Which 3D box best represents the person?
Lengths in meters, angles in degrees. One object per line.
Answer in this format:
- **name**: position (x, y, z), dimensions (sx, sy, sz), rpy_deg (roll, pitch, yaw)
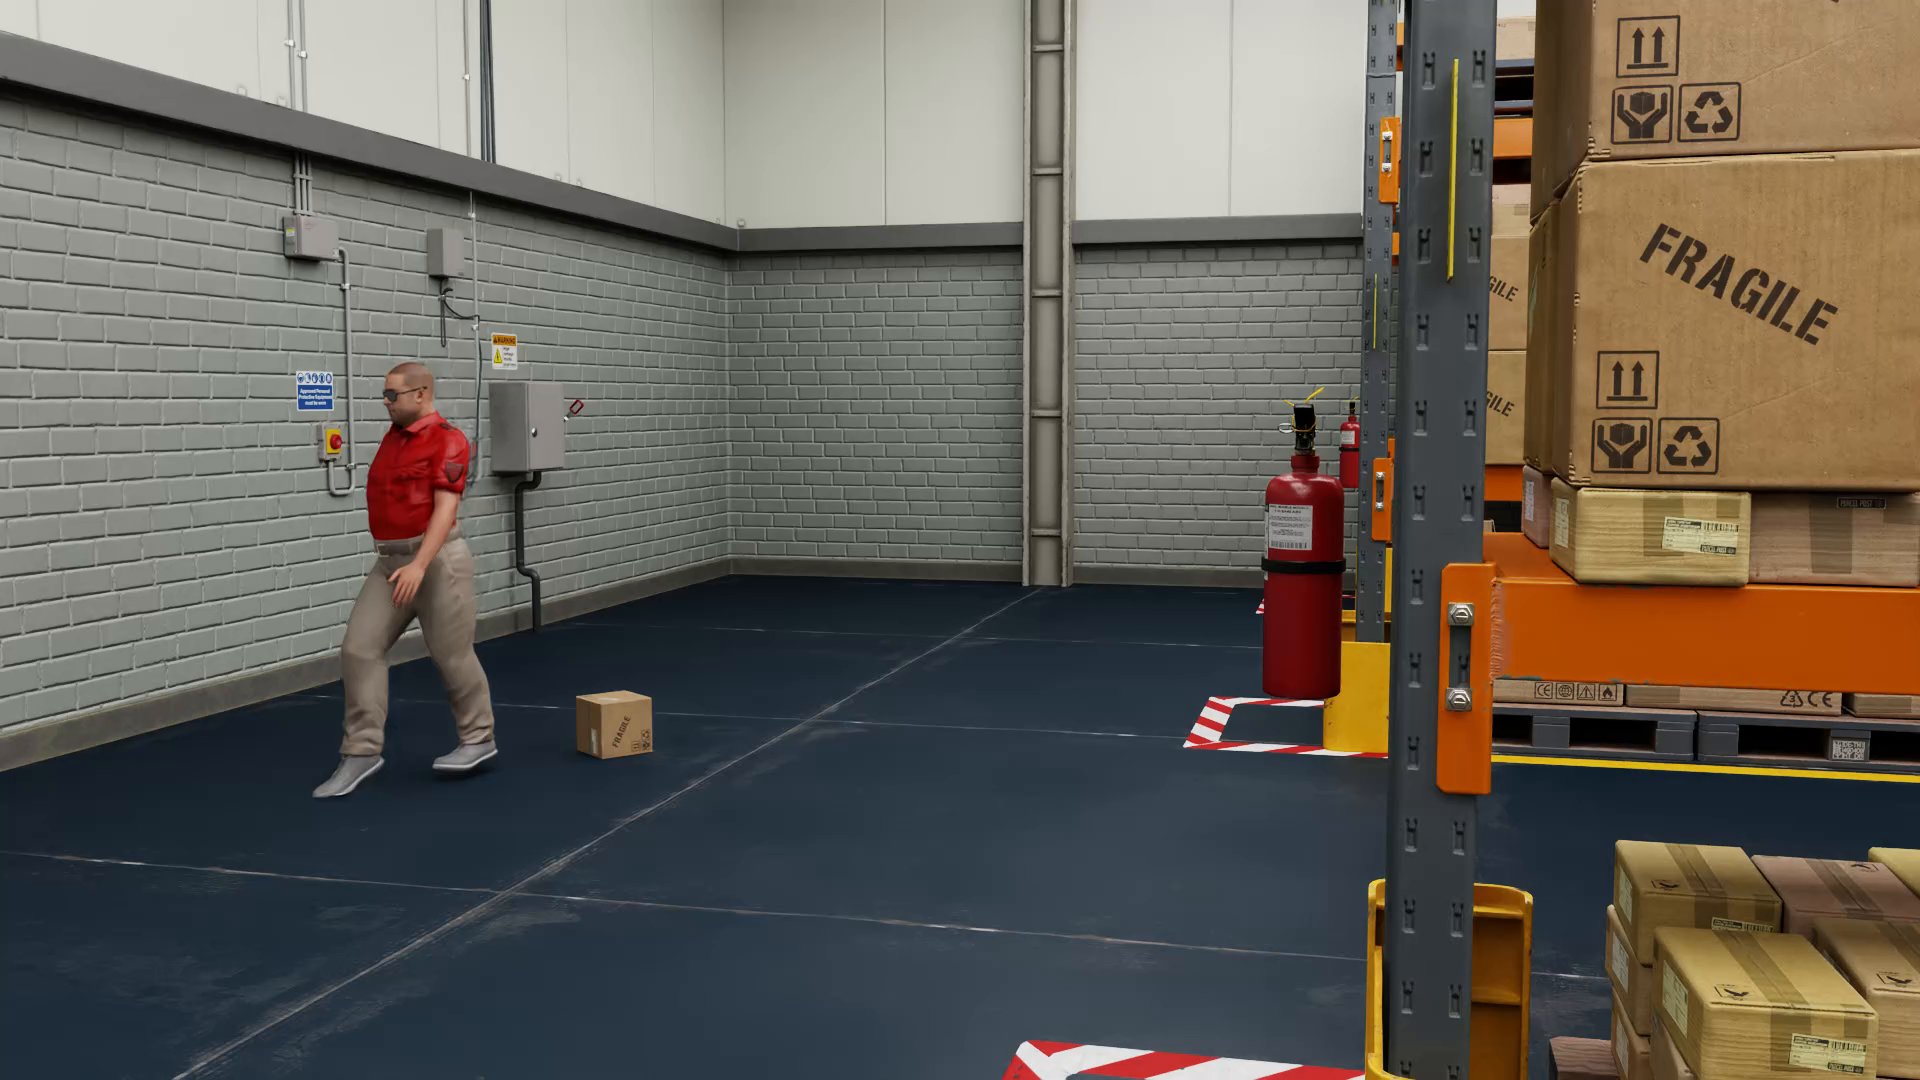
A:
- **person**: position (-2.267, 0.157, 6.827), dimensions (0.545, 1.767, 0.745), rpy_deg (3, 6, 33)
